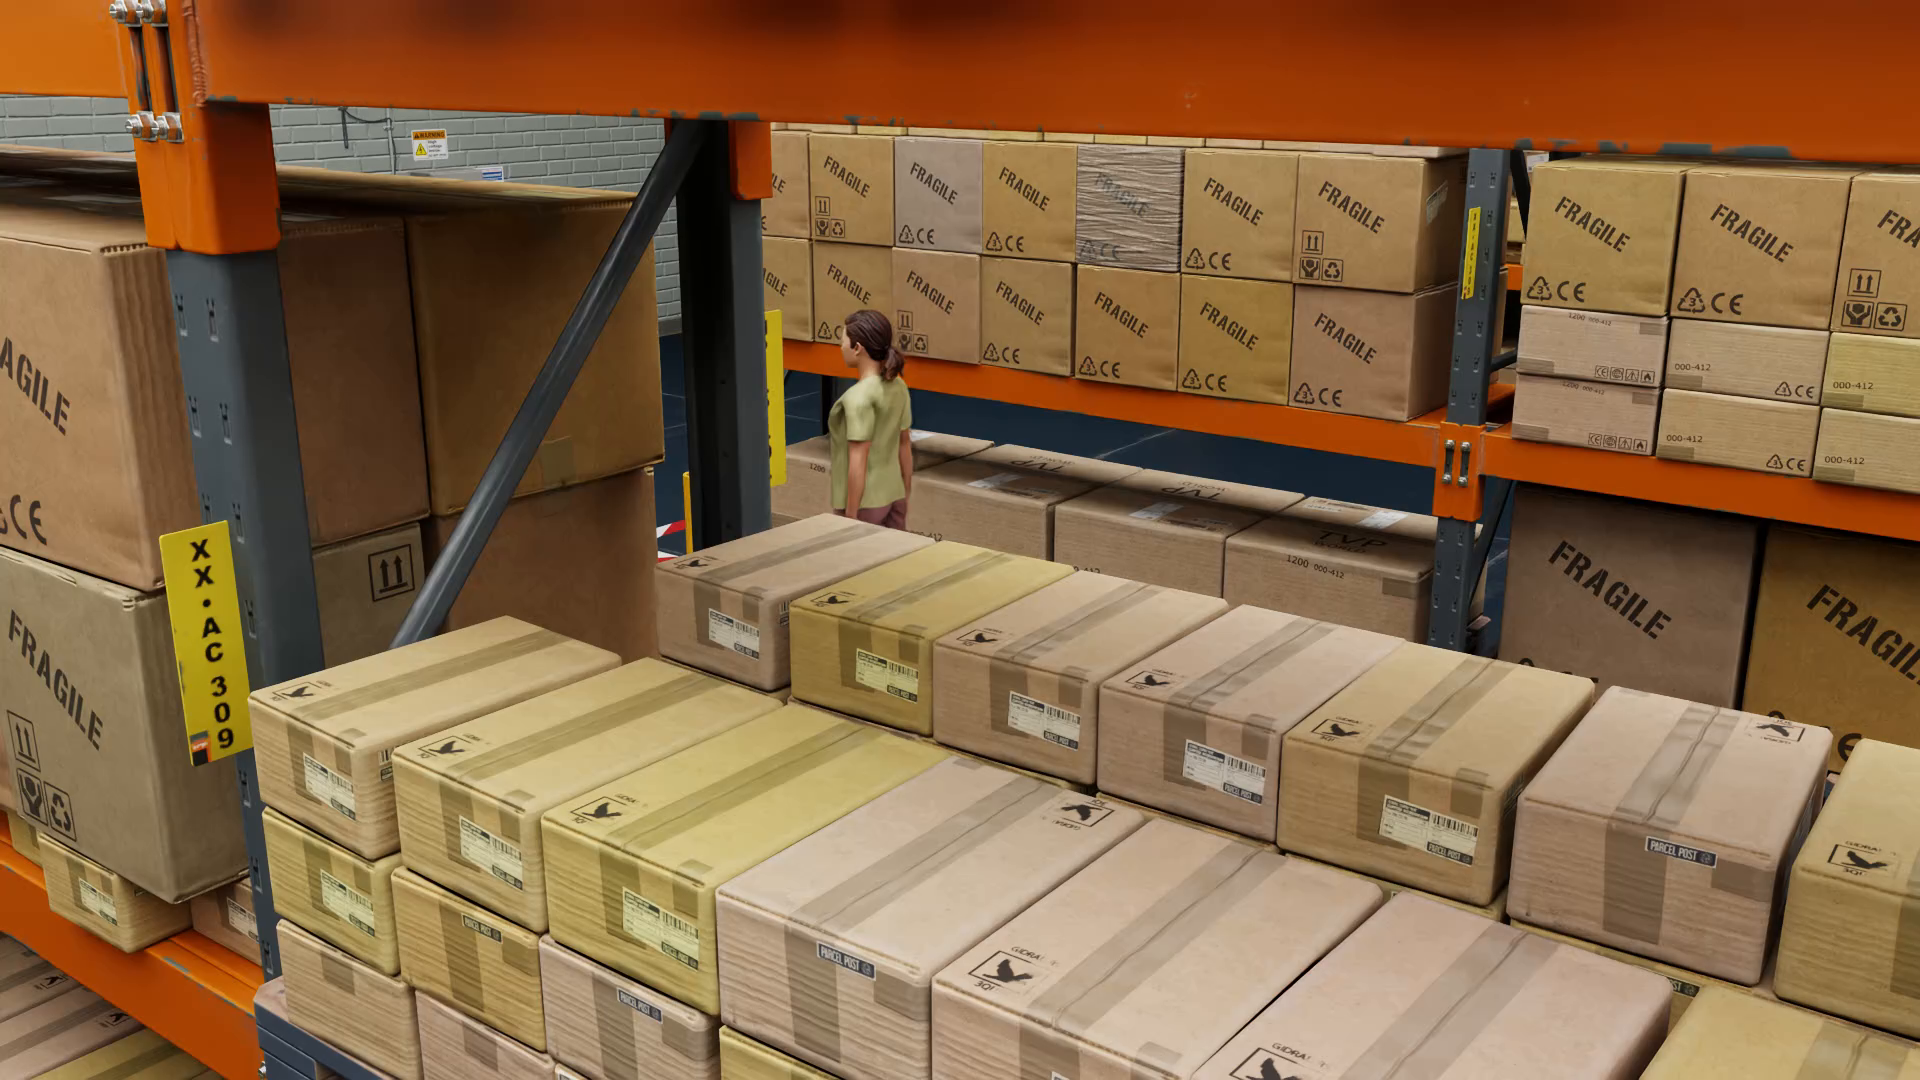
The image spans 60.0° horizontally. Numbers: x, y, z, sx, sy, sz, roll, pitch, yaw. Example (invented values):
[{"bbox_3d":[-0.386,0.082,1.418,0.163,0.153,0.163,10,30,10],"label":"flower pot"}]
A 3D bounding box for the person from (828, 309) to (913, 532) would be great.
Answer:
[{"bbox_3d":[-0.444,-0.144,6.998,0.560,1.667,0.453,8,18,25],"label":"person"}]
